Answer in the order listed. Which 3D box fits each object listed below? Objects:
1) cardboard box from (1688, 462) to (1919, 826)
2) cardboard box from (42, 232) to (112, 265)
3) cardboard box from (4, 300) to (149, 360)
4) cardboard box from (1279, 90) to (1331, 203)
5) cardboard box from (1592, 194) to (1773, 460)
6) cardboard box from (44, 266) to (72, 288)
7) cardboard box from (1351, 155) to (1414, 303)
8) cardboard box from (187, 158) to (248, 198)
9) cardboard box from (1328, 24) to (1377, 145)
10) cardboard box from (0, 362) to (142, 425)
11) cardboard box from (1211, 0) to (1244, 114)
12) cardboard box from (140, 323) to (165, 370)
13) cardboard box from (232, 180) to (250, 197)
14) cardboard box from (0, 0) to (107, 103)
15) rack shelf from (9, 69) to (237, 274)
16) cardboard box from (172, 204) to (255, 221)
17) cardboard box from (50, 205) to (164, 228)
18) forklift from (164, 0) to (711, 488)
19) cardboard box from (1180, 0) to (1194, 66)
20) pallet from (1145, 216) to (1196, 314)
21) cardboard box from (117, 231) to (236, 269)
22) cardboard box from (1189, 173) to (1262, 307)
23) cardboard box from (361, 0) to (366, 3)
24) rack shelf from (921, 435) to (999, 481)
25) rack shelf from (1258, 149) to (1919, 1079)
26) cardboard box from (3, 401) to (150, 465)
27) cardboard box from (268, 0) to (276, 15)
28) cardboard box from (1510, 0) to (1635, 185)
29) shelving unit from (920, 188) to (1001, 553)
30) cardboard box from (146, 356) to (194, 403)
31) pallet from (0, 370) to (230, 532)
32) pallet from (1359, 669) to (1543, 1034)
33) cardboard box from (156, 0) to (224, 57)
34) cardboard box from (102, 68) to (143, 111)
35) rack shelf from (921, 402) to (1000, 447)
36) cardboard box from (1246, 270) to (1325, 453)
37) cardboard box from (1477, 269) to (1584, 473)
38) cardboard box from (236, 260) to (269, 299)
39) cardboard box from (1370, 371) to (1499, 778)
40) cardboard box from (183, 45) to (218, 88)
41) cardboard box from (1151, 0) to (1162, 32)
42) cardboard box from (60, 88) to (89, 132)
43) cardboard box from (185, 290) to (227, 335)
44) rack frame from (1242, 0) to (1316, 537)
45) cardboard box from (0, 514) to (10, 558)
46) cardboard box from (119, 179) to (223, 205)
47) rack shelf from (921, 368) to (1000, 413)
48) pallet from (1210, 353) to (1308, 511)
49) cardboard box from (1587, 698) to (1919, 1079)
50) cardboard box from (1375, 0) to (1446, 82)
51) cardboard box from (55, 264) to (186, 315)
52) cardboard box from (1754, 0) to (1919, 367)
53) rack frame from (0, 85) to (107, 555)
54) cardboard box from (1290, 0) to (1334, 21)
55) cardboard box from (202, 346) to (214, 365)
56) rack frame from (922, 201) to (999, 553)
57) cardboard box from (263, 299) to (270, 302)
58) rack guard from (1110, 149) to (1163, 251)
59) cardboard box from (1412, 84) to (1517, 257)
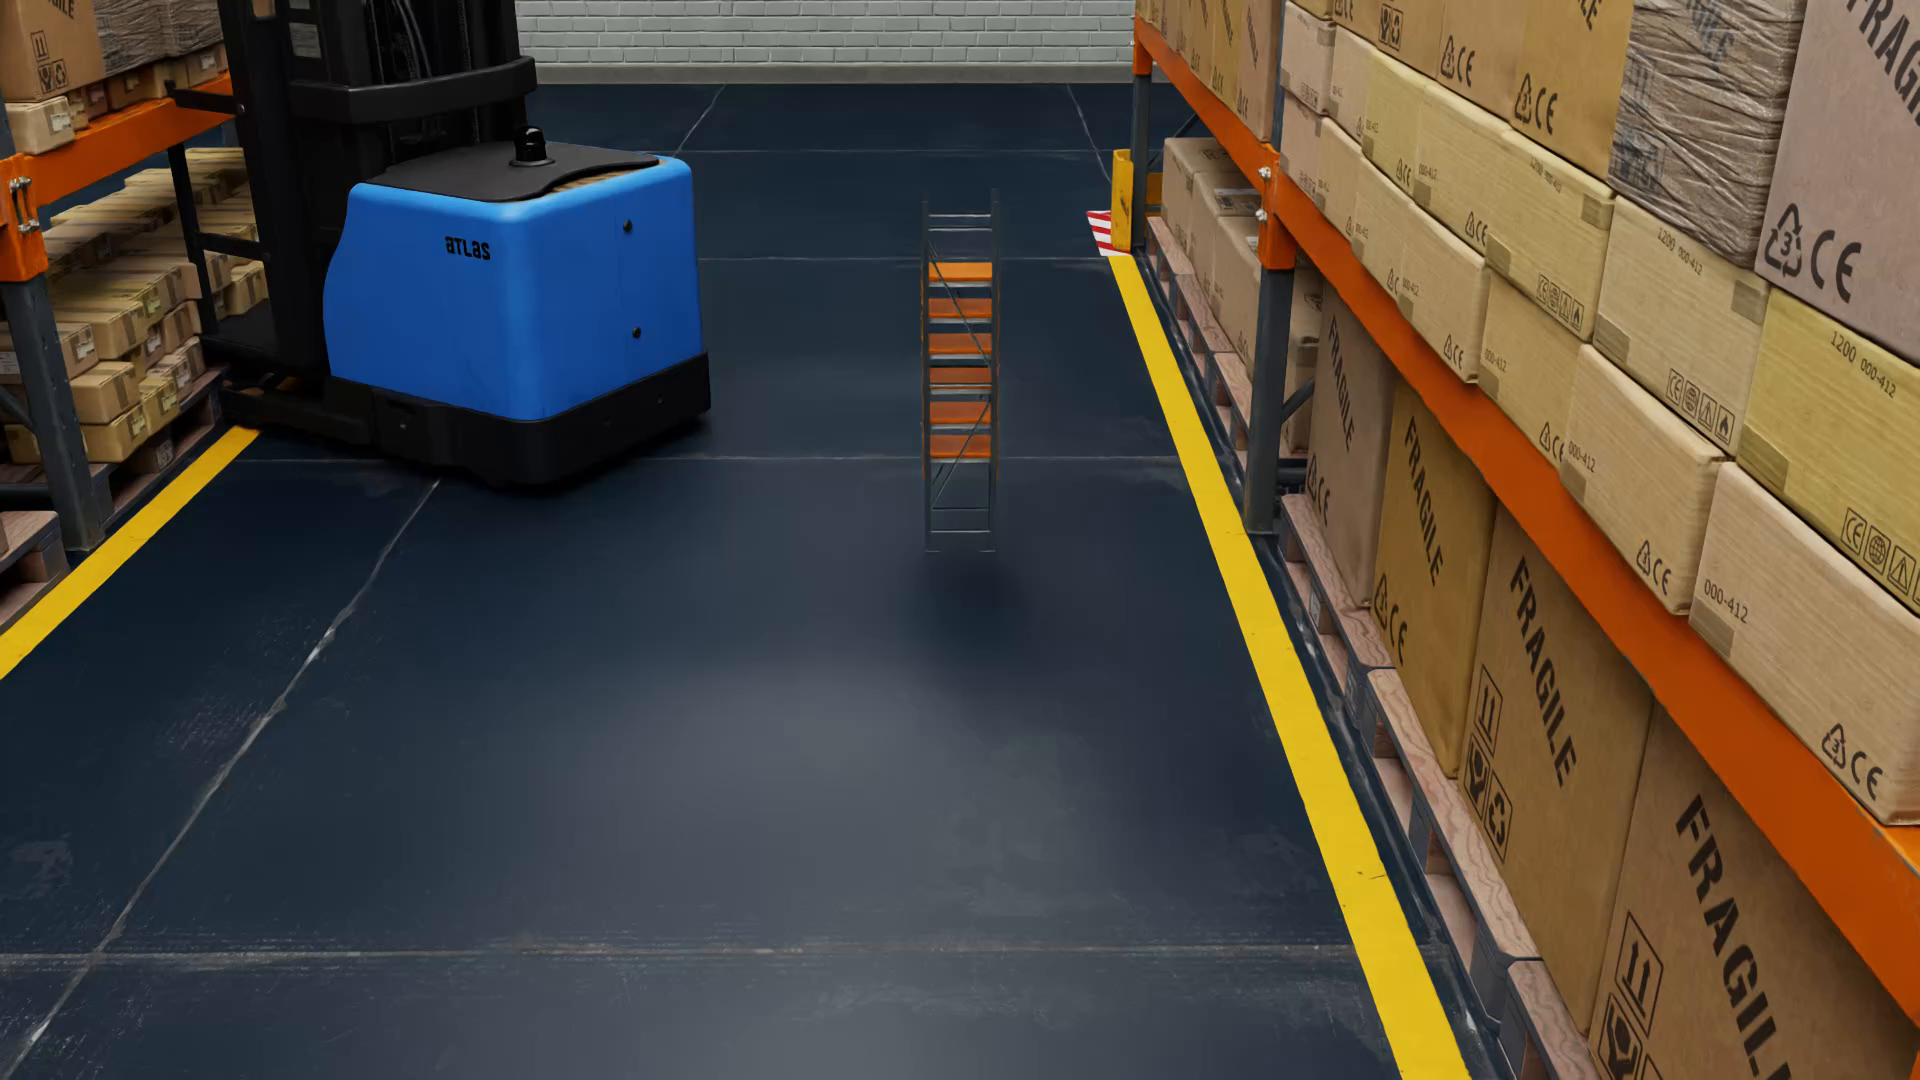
[{"bbox_3d":[1.276,0.105,2.060,0.500,0.250,0.500,-1,24,-2],"label":"cardboard box"},{"bbox_3d":[-3.803,-1.187,6.962,0.380,0.149,0.250,-1,24,-2],"label":"cardboard box"},{"bbox_3d":[-3.192,-0.761,6.020,0.380,0.149,0.250,1,24,2],"label":"cardboard box"},{"bbox_3d":[1.238,-1.154,4.843,0.500,0.250,0.500,-1,24,-2],"label":"cardboard box"},{"bbox_3d":[1.272,-0.325,2.405,0.500,0.250,0.500,-1,24,-2],"label":"cardboard box"},{"bbox_3d":[-3.693,-0.964,6.470,0.380,0.149,0.250,1,24,1],"label":"cardboard box"},{"bbox_3d":[1.235,-0.729,3.904,0.500,0.250,0.500,0,24,-1],"label":"cardboard box"},{"bbox_3d":[-3.706,-1.822,8.366,0.380,0.149,0.250,0,24,0],"label":"cardboard box"},{"bbox_3d":[1.254,-1.167,4.265,0.500,0.250,0.500,0,24,0],"label":"cardboard box"},{"bbox_3d":[-3.135,-0.519,5.847,0.380,0.149,0.250,1,24,2],"label":"cardboard box"},{"bbox_3d":[1.226,-1.852,6.083,0.500,0.500,0.500,-1,24,-2],"label":"cardboard box"},{"bbox_3d":[-3.266,-0.723,6.298,0.380,0.149,0.250,0,24,-1],"label":"cardboard box"},{"bbox_3d":[-3.221,-1.618,7.916,0.380,0.149,0.250,-1,24,-3],"label":"cardboard box"},{"bbox_3d":[-3.205,-1.727,5.446,0.500,0.500,0.500,-1,24,-2],"label":"cardboard box"},{"bbox_3d":[-3.473,-1.837,7.045,1.077,0.370,4.000,0,24,-1],"label":"rack shelf"},{"bbox_3d":[-3.271,-1.399,7.431,0.380,0.149,0.250,-1,24,-2],"label":"cardboard box"},{"bbox_3d":[-3.795,-1.393,7.417,0.380,0.149,0.250,0,24,0],"label":"cardboard box"},{"bbox_3d":[-2.544,-1.959,6.525,3.031,2.935,1.130,14,28,28],"label":"forklift"},{"bbox_3d":[1.215,-2.275,7.019,0.500,0.500,0.500,1,24,1],"label":"cardboard box"},{"bbox_3d":[1.541,-1.453,8.707,1.003,0.211,1.213,0,24,-1],"label":"pallet"},{"bbox_3d":[-3.276,-1.189,6.967,0.380,0.149,0.250,-1,24,-3],"label":"cardboard box"},{"bbox_3d":[1.579,-1.428,7.867,0.875,0.438,0.875,0,24,1],"label":"cardboard box"},{"bbox_3d":[-3.209,-2.741,8.476,0.380,0.149,0.250,0,24,0],"label":"cardboard box"},{"bbox_3d":[0.000,-0.282,5.607,0.258,0.103,0.180,0,24,-1],"label":"rack shelf"},{"bbox_3d":[1.519,-0.253,3.541,1.077,0.370,4.000,0,24,-1],"label":"rack shelf"},{"bbox_3d":[-3.134,-0.384,5.910,0.380,0.149,0.250,-1,24,-3],"label":"cardboard box"},{"bbox_3d":[-3.217,-2.565,7.299,0.500,0.500,0.500,0,24,0],"label":"cardboard box"},{"bbox_3d":[1.261,-0.885,2.733,0.500,0.500,0.500,0,24,-1],"label":"cardboard box"},{"bbox_3d":[0.000,-0.541,5.490,0.258,1.200,0.189,0,24,-1],"label":"shelving unit"},{"bbox_3d":[-3.192,-0.596,6.378,0.380,0.149,0.250,0,24,-1],"label":"cardboard box"},{"bbox_3d":[-3.494,-0.347,6.260,1.003,0.211,1.213,0,24,-1],"label":"pallet"},{"bbox_3d":[1.597,0.688,3.973,1.003,0.211,1.213,0,24,-1],"label":"pallet"},{"bbox_3d":[-3.187,-2.138,6.356,0.500,0.500,0.500,-1,24,-2],"label":"cardboard box"},{"bbox_3d":[-3.257,-1.672,6.112,0.380,0.149,0.250,-1,24,-3],"label":"cardboard box"},{"bbox_3d":[0.000,-0.391,5.557,0.258,0.103,0.180,0,24,-1],"label":"rack shelf"},{"bbox_3d":[1.598,-0.688,6.230,0.875,0.438,0.875,-1,24,-1],"label":"cardboard box"},{"bbox_3d":[1.265,-0.313,2.984,0.500,0.250,0.500,0,24,-1],"label":"cardboard box"},{"bbox_3d":[-3.163,-1.154,7.251,0.380,0.149,0.250,0,24,0],"label":"cardboard box"},{"bbox_3d":[1.602,0.000,4.180,0.875,0.875,0.875,0,24,1],"label":"cardboard box"},{"bbox_3d":[-3.190,-1.887,6.587,0.380,0.149,0.250,1,24,2],"label":"cardboard box"},{"bbox_3d":[1.205,-2.691,7.938,0.500,0.500,0.500,-1,24,-1],"label":"cardboard box"},{"bbox_3d":[-3.204,-1.450,5.622,0.380,0.149,0.250,0,24,1],"label":"cardboard box"},{"bbox_3d":[-3.246,-0.948,6.795,0.380,0.149,0.250,1,24,2],"label":"cardboard box"},{"bbox_3d":[1.497,-1.404,5.215,1.000,3.000,0.127,0,24,-1],"label":"rack frame"},{"bbox_3d":[-3.191,-0.089,4.831,0.500,0.500,0.500,-1,24,-2],"label":"cardboard box"},{"bbox_3d":[-3.746,-1.616,7.910,0.380,0.149,0.250,-1,24,-3],"label":"cardboard box"},{"bbox_3d":[0.000,-0.500,5.508,0.258,0.103,0.180,0,24,-1],"label":"rack shelf"},{"bbox_3d":[1.567,-0.448,6.484,1.003,0.211,1.213,0,24,-1],"label":"pallet"},{"bbox_3d":[1.616,0.736,2.552,0.875,0.875,0.875,0,24,-1],"label":"cardboard box"},{"bbox_3d":[1.251,-1.307,3.665,0.500,0.500,0.500,-1,24,-2],"label":"cardboard box"},{"bbox_3d":[-3.269,-0.972,6.487,0.380,0.149,0.250,-1,24,-2],"label":"cardboard box"},{"bbox_3d":[1.274,-0.469,1.813,0.500,0.500,0.500,-1,24,-2],"label":"cardboard box"},{"bbox_3d":[-3.451,-1.341,5.074,1.000,3.000,0.127,0,24,-1],"label":"rack frame"},{"bbox_3d":[1.215,-1.723,4.585,0.500,0.500,0.500,0,24,0],"label":"cardboard box"},{"bbox_3d":[-3.282,-0.811,6.854,0.380,0.149,0.250,-1,24,-3],"label":"cardboard box"},{"bbox_3d":[0.001,-0.503,5.406,0.240,1.200,0.006,0,24,-1],"label":"rack frame"},{"bbox_3d":[-3.268,-1.027,7.330,0.380,0.149,0.250,0,24,1],"label":"cardboard box"},{"bbox_3d":[1.453,-1.924,9.397,1.175,0.500,0.348,0,24,-1],"label":"rack guard"},{"bbox_3d":[1.240,-0.750,3.344,0.500,0.250,0.500,-1,24,-2],"label":"cardboard box"}]
